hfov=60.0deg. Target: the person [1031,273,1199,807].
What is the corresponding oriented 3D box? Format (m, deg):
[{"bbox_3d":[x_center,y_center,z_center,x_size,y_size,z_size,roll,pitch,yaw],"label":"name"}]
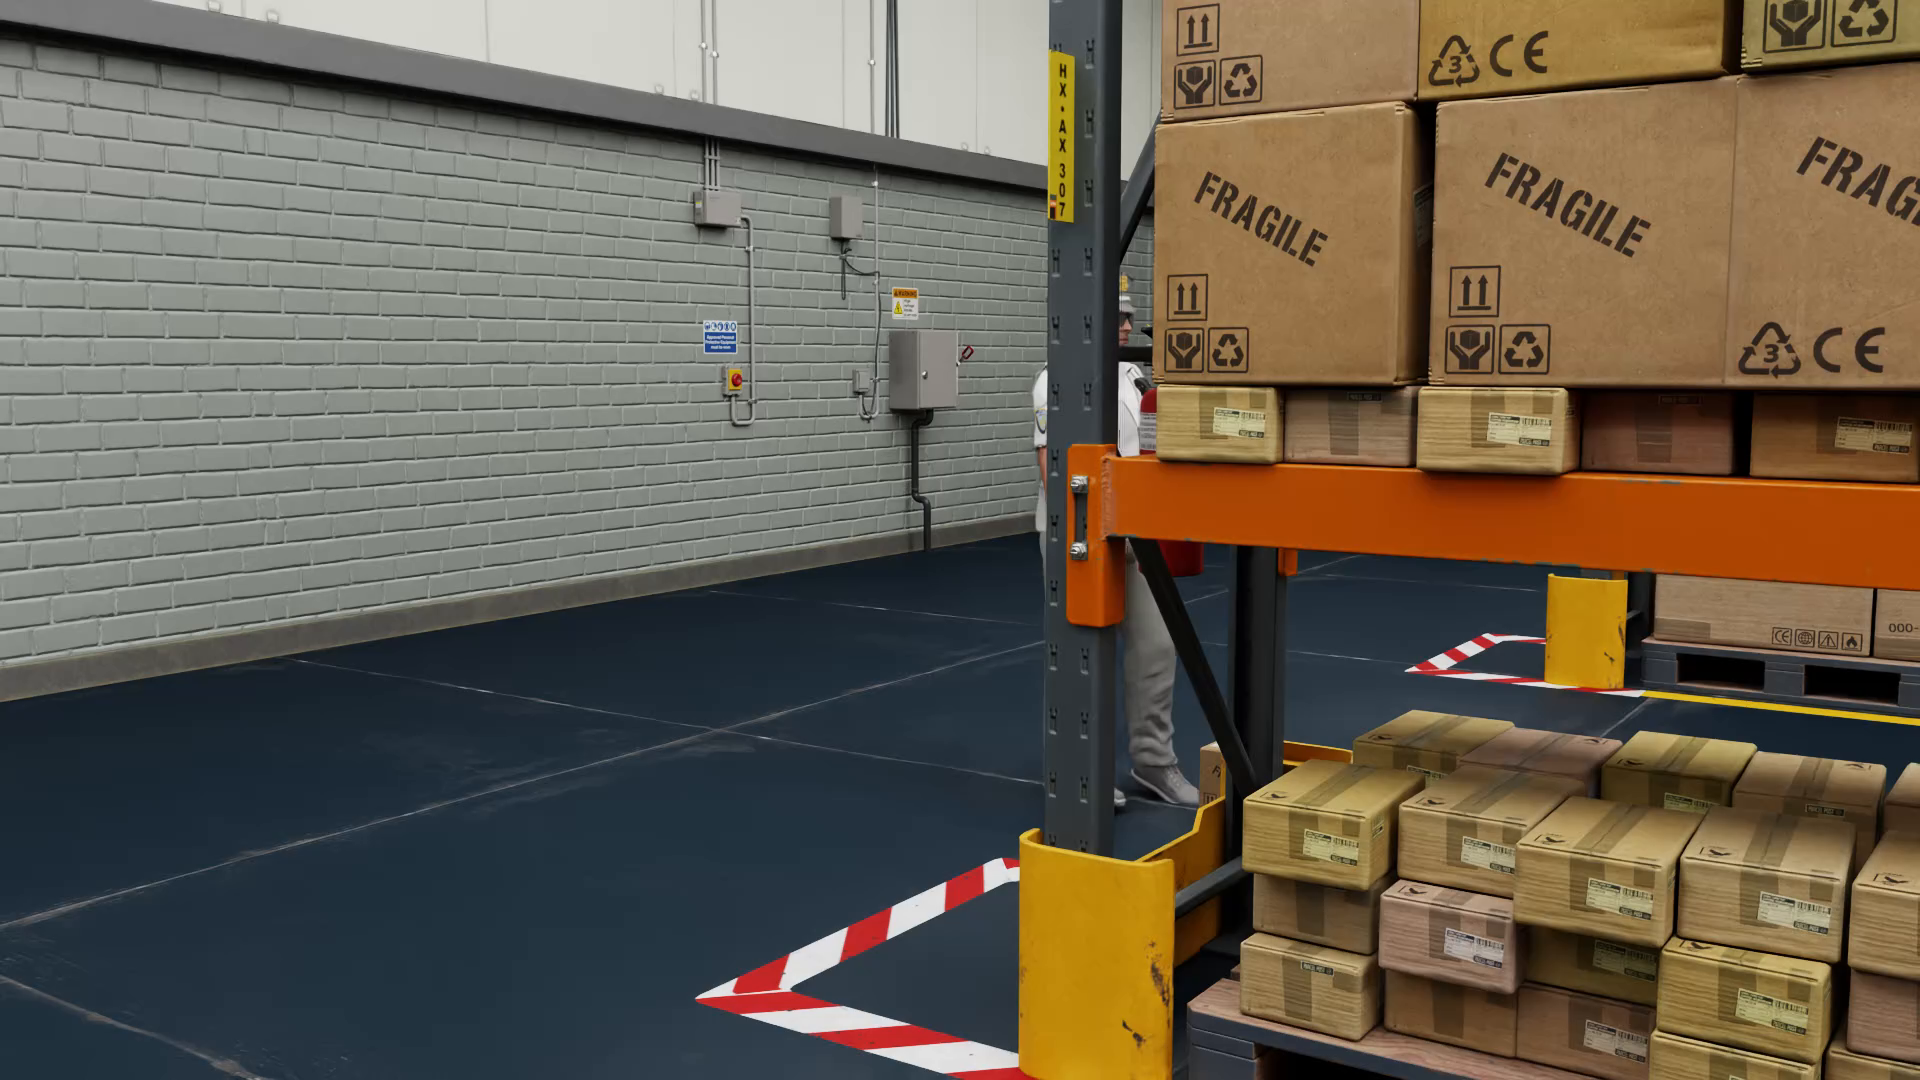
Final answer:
[{"bbox_3d":[0.519,0.021,5.554,0.577,1.808,0.514,-6,9,-43],"label":"person"}]
